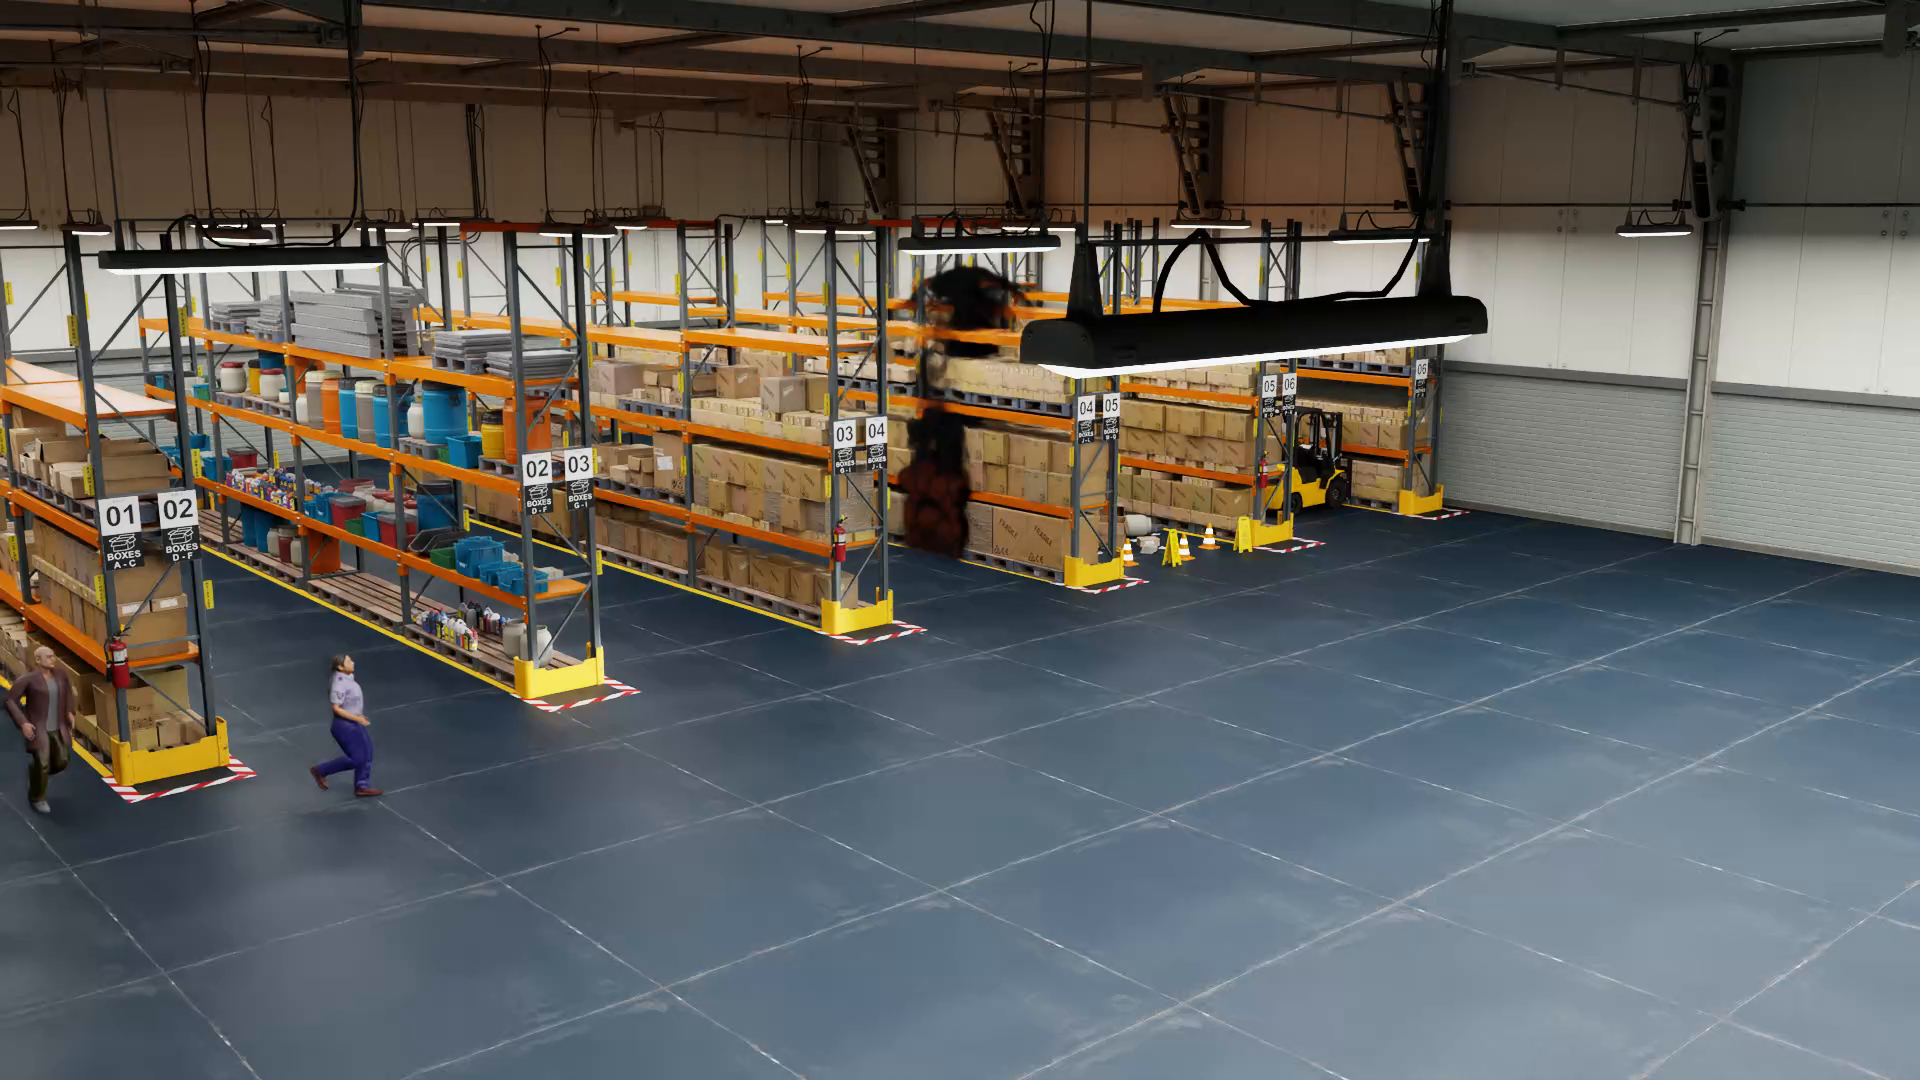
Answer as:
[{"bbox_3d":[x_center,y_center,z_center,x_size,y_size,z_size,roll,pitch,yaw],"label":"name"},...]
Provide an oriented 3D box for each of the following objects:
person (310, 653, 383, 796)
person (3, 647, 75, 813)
[{"bbox_3d":[-6.651,2.005,17.929,0.715,1.623,0.615,-3,12,-16],"label":"person"},{"bbox_3d":[-9.786,1.996,17.762,0.612,1.738,0.759,7,13,29],"label":"person"}]
